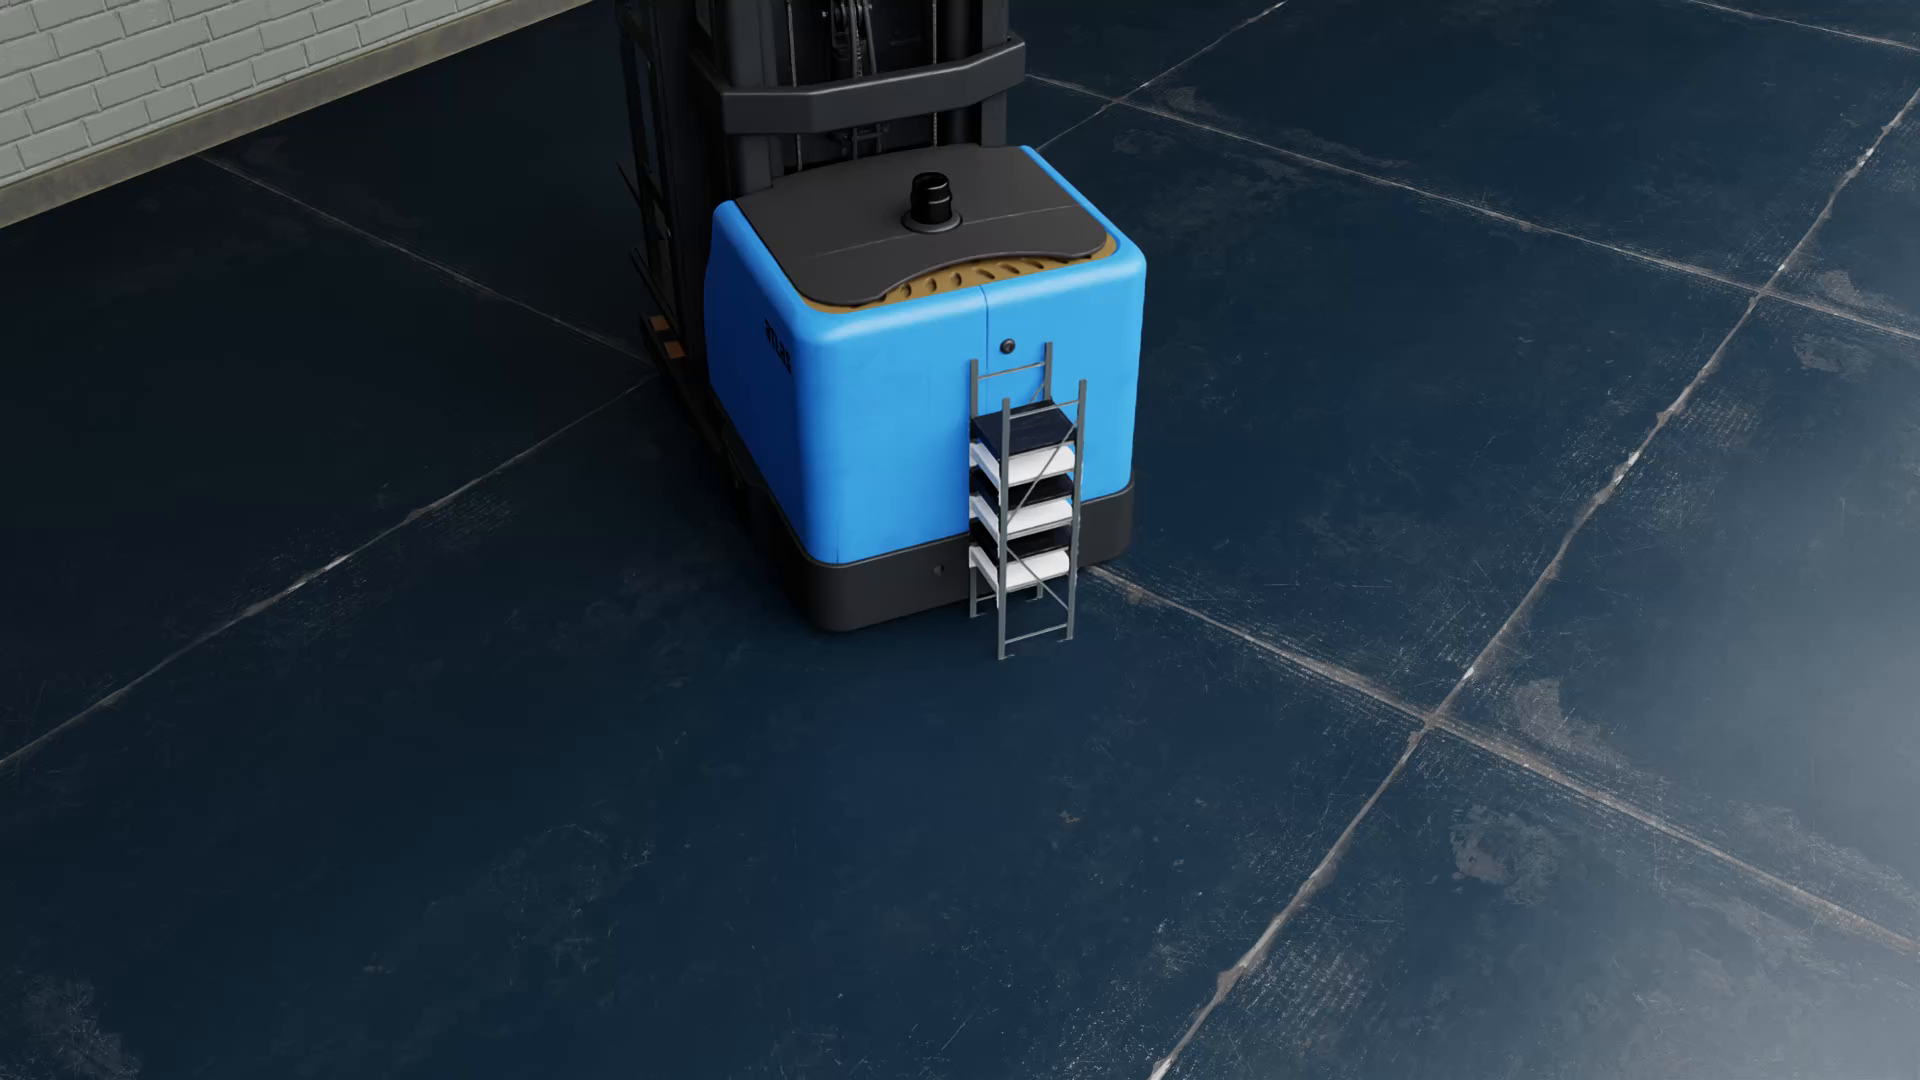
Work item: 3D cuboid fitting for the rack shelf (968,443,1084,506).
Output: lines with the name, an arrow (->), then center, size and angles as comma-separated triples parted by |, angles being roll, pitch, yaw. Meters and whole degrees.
rack shelf -> 0.179, -0.209, 4.549 | 0.258, 0.077, 0.200 | -15, 40, -18

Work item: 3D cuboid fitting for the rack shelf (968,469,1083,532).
rack shelf -> 0.179, -0.138, 4.604 | 0.258, 0.077, 0.200 | -15, 40, -18

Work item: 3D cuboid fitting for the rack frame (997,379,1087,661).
rack frame -> 0.219, -0.035, 4.565 | 0.240, 0.900, 0.006 | -15, 40, -18

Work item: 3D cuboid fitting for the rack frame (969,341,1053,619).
rack frame -> 0.139, -0.151, 4.713 | 0.240, 0.900, 0.006 | -15, 40, -18

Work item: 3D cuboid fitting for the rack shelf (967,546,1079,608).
rack shelf -> 0.179, 0.075, 4.770 | 0.258, 0.077, 0.200 | -15, 40, -18

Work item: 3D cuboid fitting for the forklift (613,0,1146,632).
forklift -> -0.518, -1.797, 5.168 | 1.130, 2.935, 3.031 | -15, 40, -18

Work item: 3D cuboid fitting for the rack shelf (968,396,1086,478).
rack shelf -> 0.179, -0.279, 4.493 | 0.258, 0.077, 0.200 | -15, 40, -18

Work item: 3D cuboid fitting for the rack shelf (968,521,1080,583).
rack shelf -> 0.179, 0.004, 4.715 | 0.258, 0.077, 0.200 | -15, 40, -18

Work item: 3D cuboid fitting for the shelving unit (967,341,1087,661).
shelving unit -> 0.179, -0.093, 4.639 | 0.258, 0.900, 0.210 | -15, 40, -18

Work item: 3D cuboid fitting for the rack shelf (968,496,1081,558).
rack shelf -> 0.179, -0.067, 4.659 | 0.258, 0.077, 0.200 | -15, 40, -18
